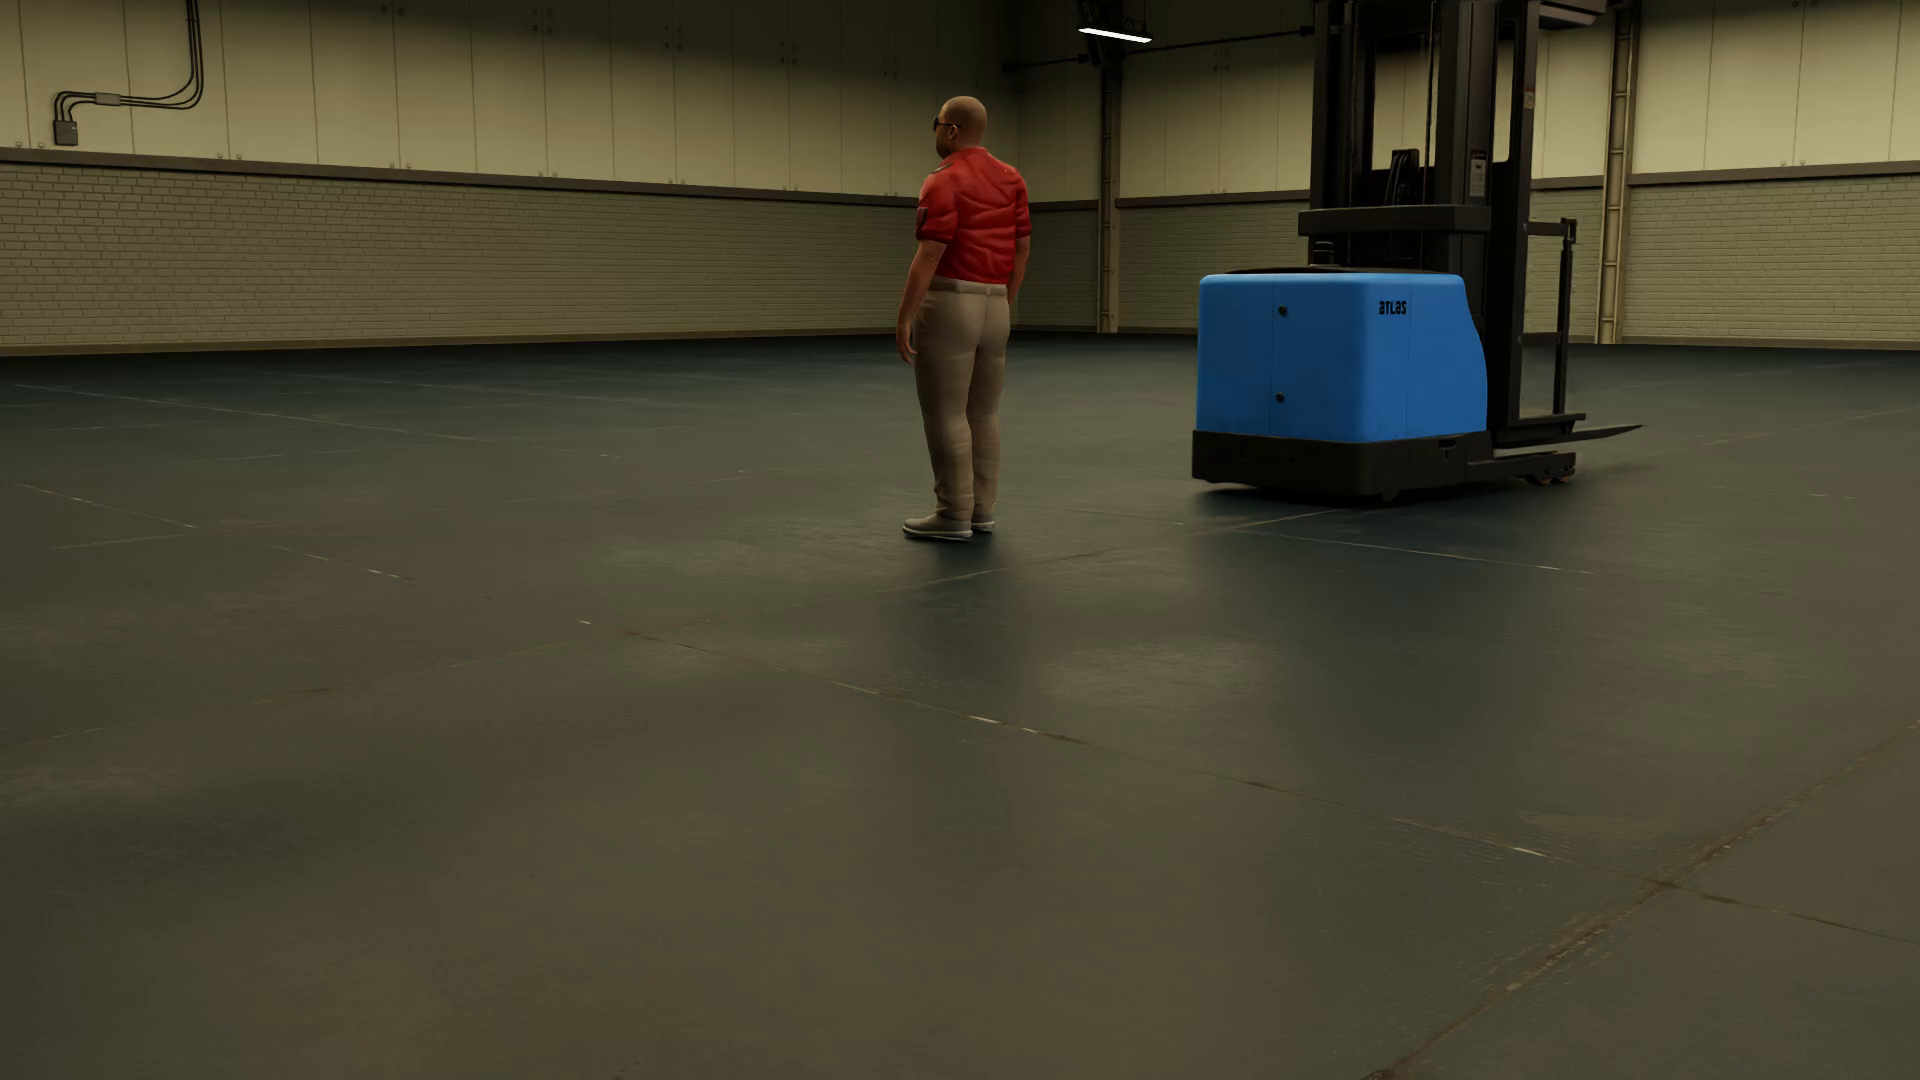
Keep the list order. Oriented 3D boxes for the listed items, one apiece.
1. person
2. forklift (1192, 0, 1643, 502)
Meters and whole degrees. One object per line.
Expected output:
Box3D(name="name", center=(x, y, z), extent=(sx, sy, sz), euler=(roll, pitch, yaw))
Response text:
Box3D(name="person", center=(-0.056, -0.872, 6.658), extent=(0.551, 1.727, 0.640), euler=(8, 12, 43))
Box3D(name="forklift", center=(2.599, -1.782, 8.706), extent=(3.031, 2.935, 1.130), euler=(-7, 11, -41))
